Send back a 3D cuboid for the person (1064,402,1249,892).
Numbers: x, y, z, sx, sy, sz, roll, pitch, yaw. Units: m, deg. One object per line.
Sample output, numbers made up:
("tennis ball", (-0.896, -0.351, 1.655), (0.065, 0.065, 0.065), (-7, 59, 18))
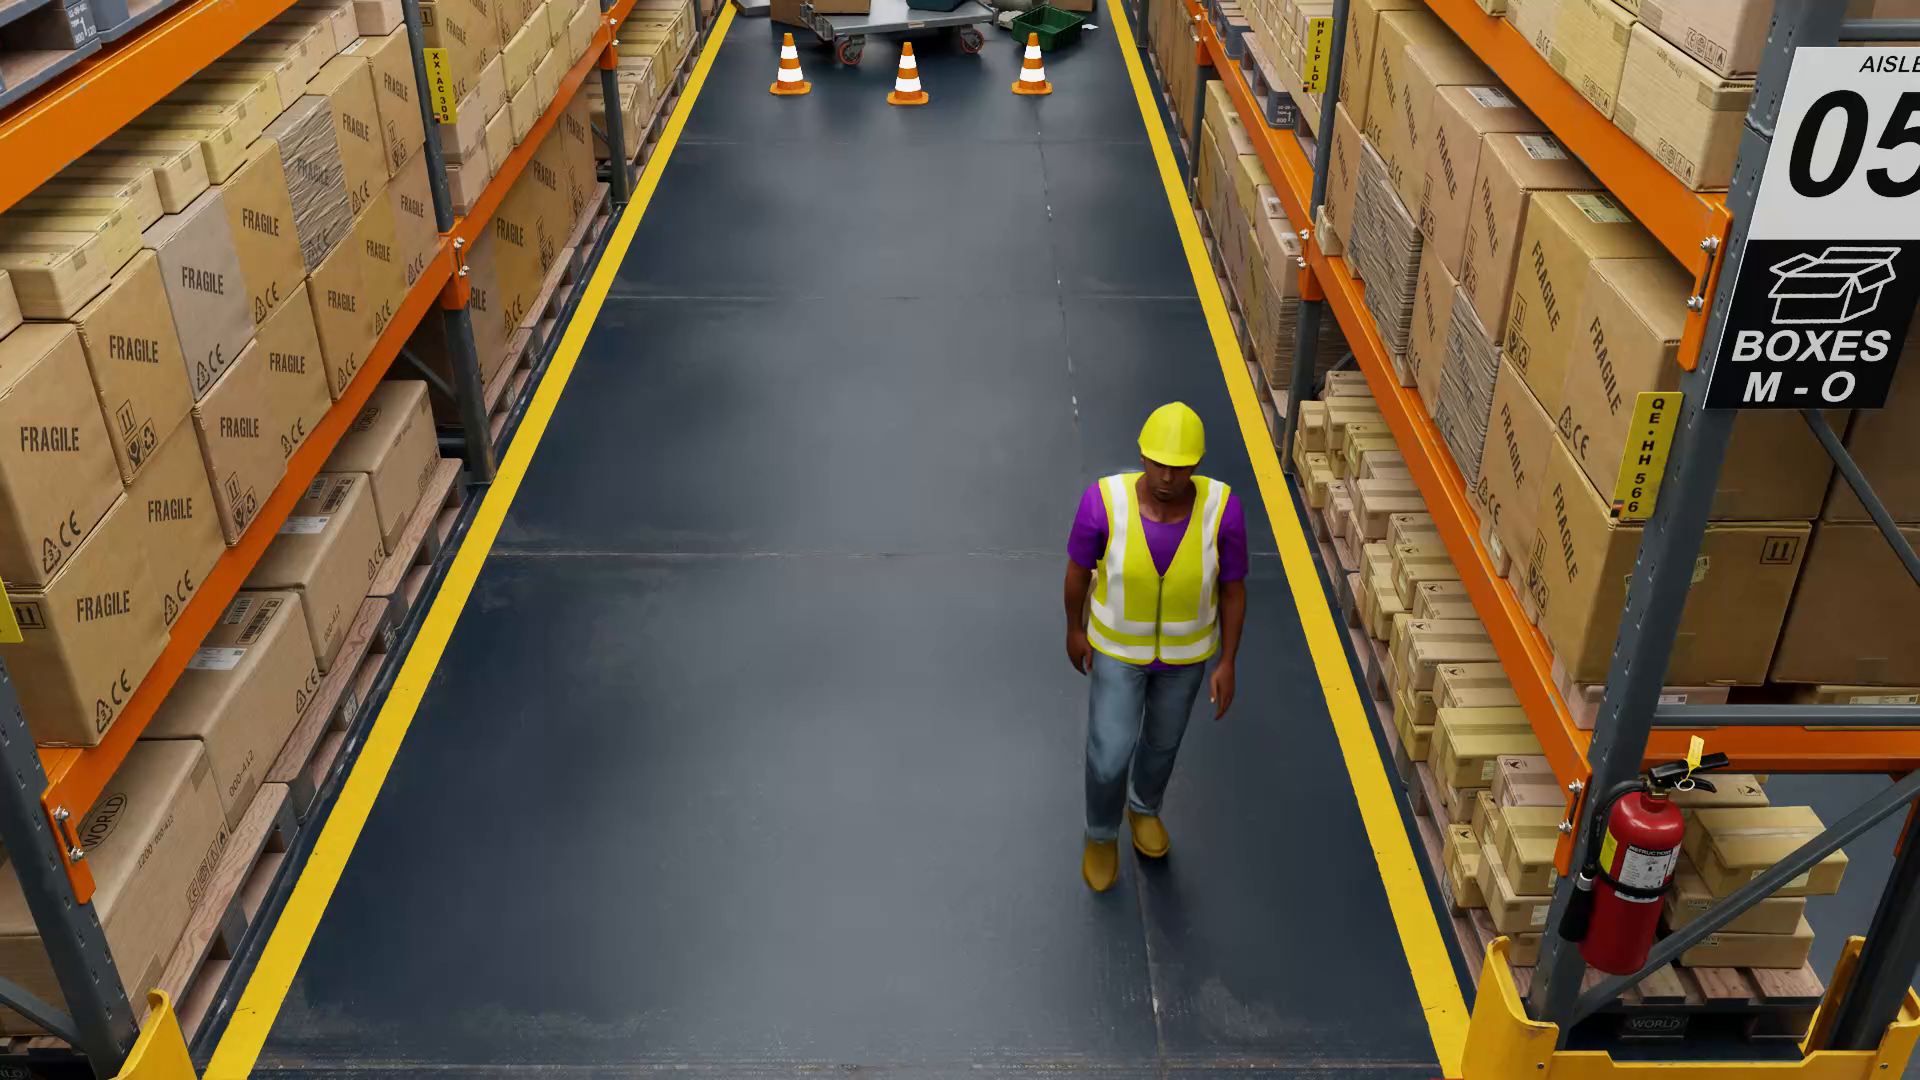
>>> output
("person", (0.635, 0.384, 5.482), (0.581, 1.814, 0.509), (0, 31, 0))
